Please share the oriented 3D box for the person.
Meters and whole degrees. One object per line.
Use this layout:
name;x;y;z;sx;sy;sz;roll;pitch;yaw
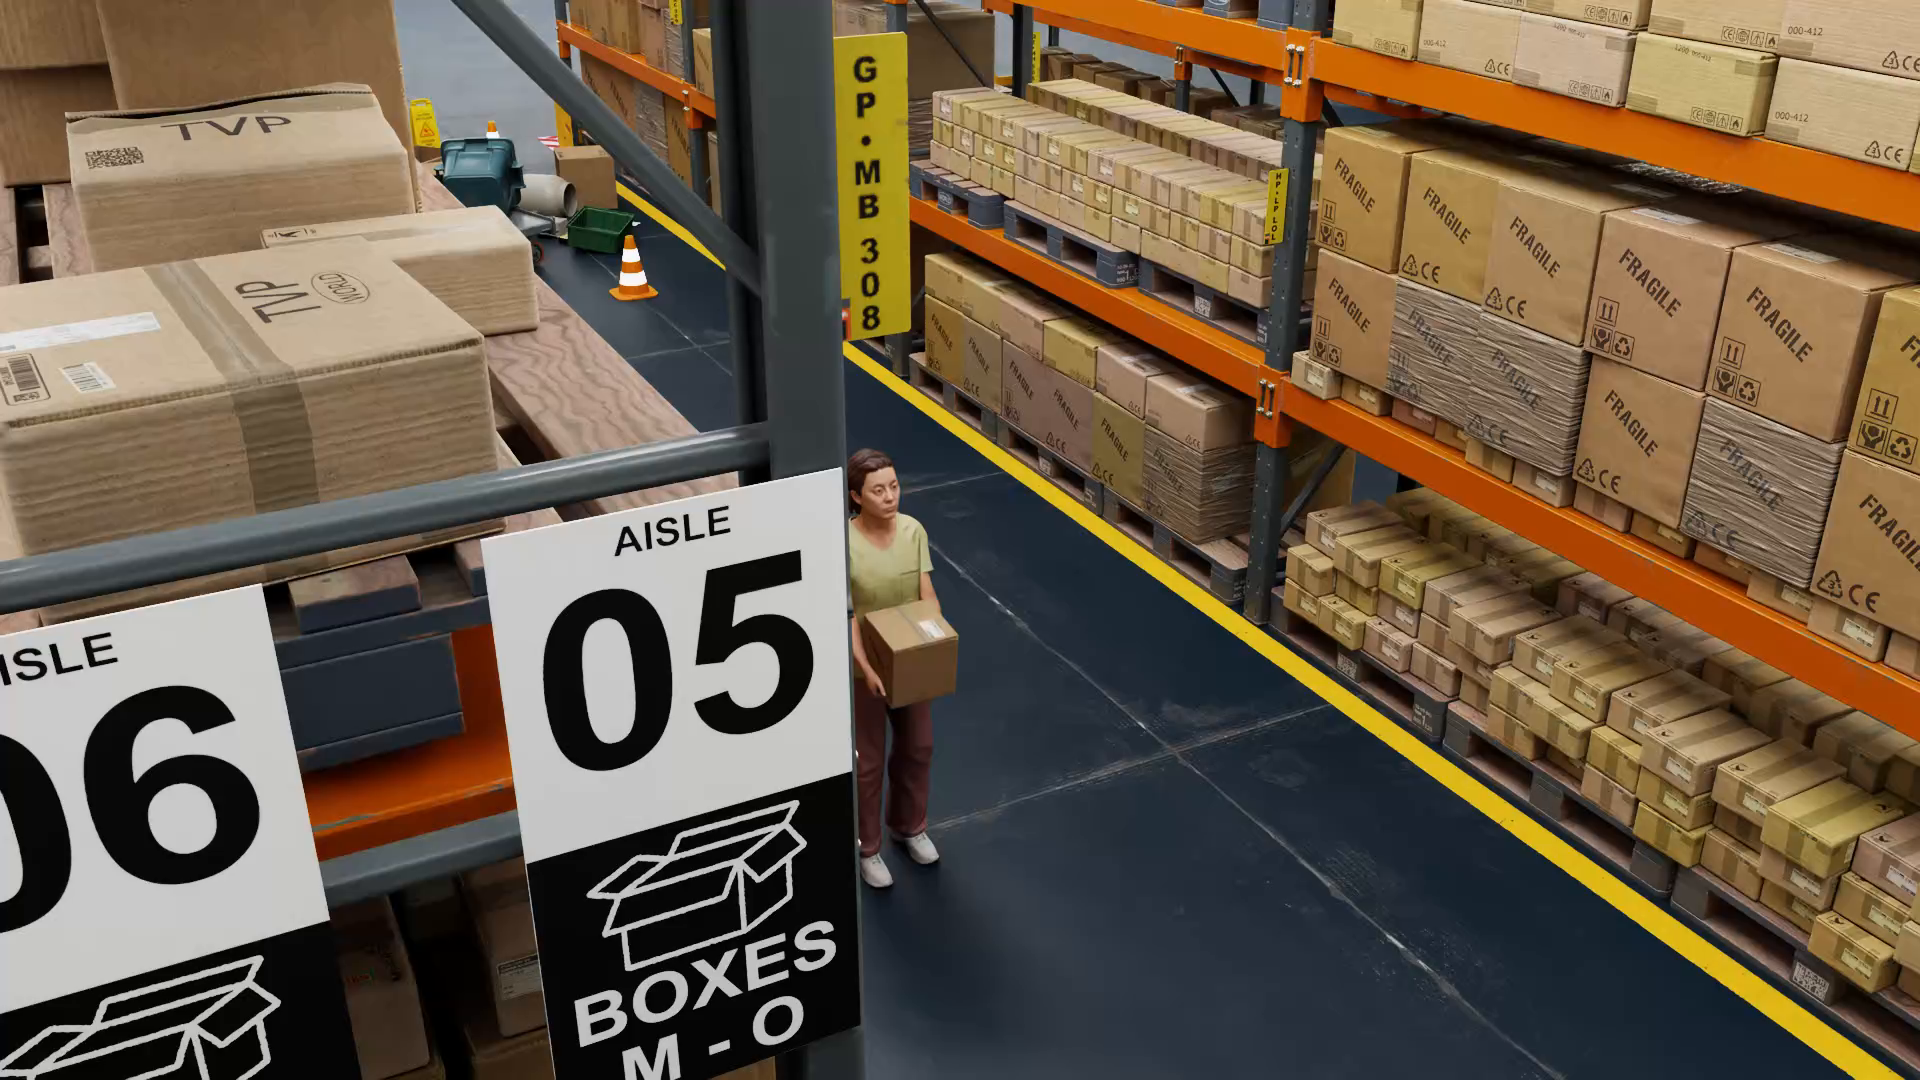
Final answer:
person;-0.262;0.490;6.106;0.425;1.662;0.562;-12;28;-24
